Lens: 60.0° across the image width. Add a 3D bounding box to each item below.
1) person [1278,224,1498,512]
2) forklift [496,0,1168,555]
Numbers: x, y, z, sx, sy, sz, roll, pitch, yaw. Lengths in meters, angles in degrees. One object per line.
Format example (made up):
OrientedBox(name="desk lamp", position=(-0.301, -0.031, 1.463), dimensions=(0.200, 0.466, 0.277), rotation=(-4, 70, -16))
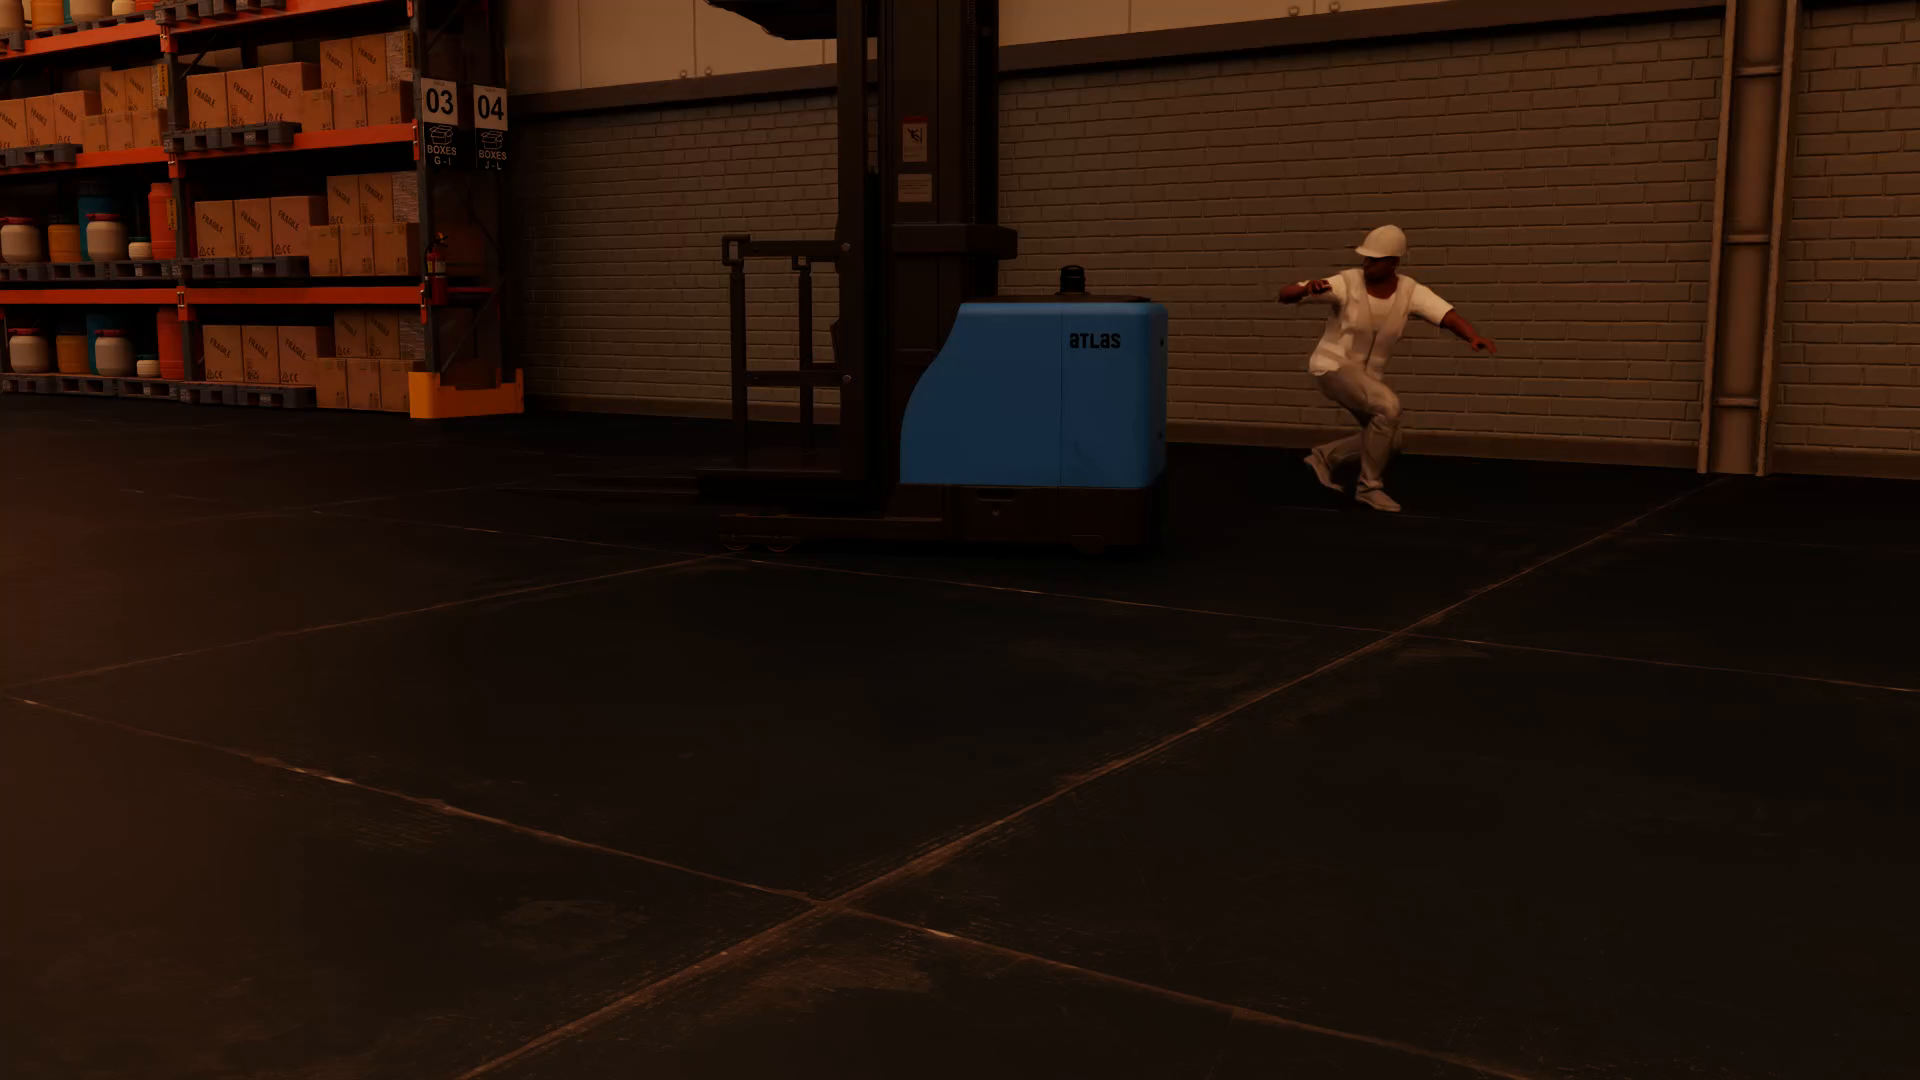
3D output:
OrientedBox(name="person", position=(2.177, -0.890, 8.636), dimensions=(0.850, 1.481, 1.100), rotation=(-5, 9, -30))
OrientedBox(name="forklift", position=(-0.596, -1.469, 7.520), dimensions=(3.031, 2.935, 1.130), rotation=(2, 8, 12))
